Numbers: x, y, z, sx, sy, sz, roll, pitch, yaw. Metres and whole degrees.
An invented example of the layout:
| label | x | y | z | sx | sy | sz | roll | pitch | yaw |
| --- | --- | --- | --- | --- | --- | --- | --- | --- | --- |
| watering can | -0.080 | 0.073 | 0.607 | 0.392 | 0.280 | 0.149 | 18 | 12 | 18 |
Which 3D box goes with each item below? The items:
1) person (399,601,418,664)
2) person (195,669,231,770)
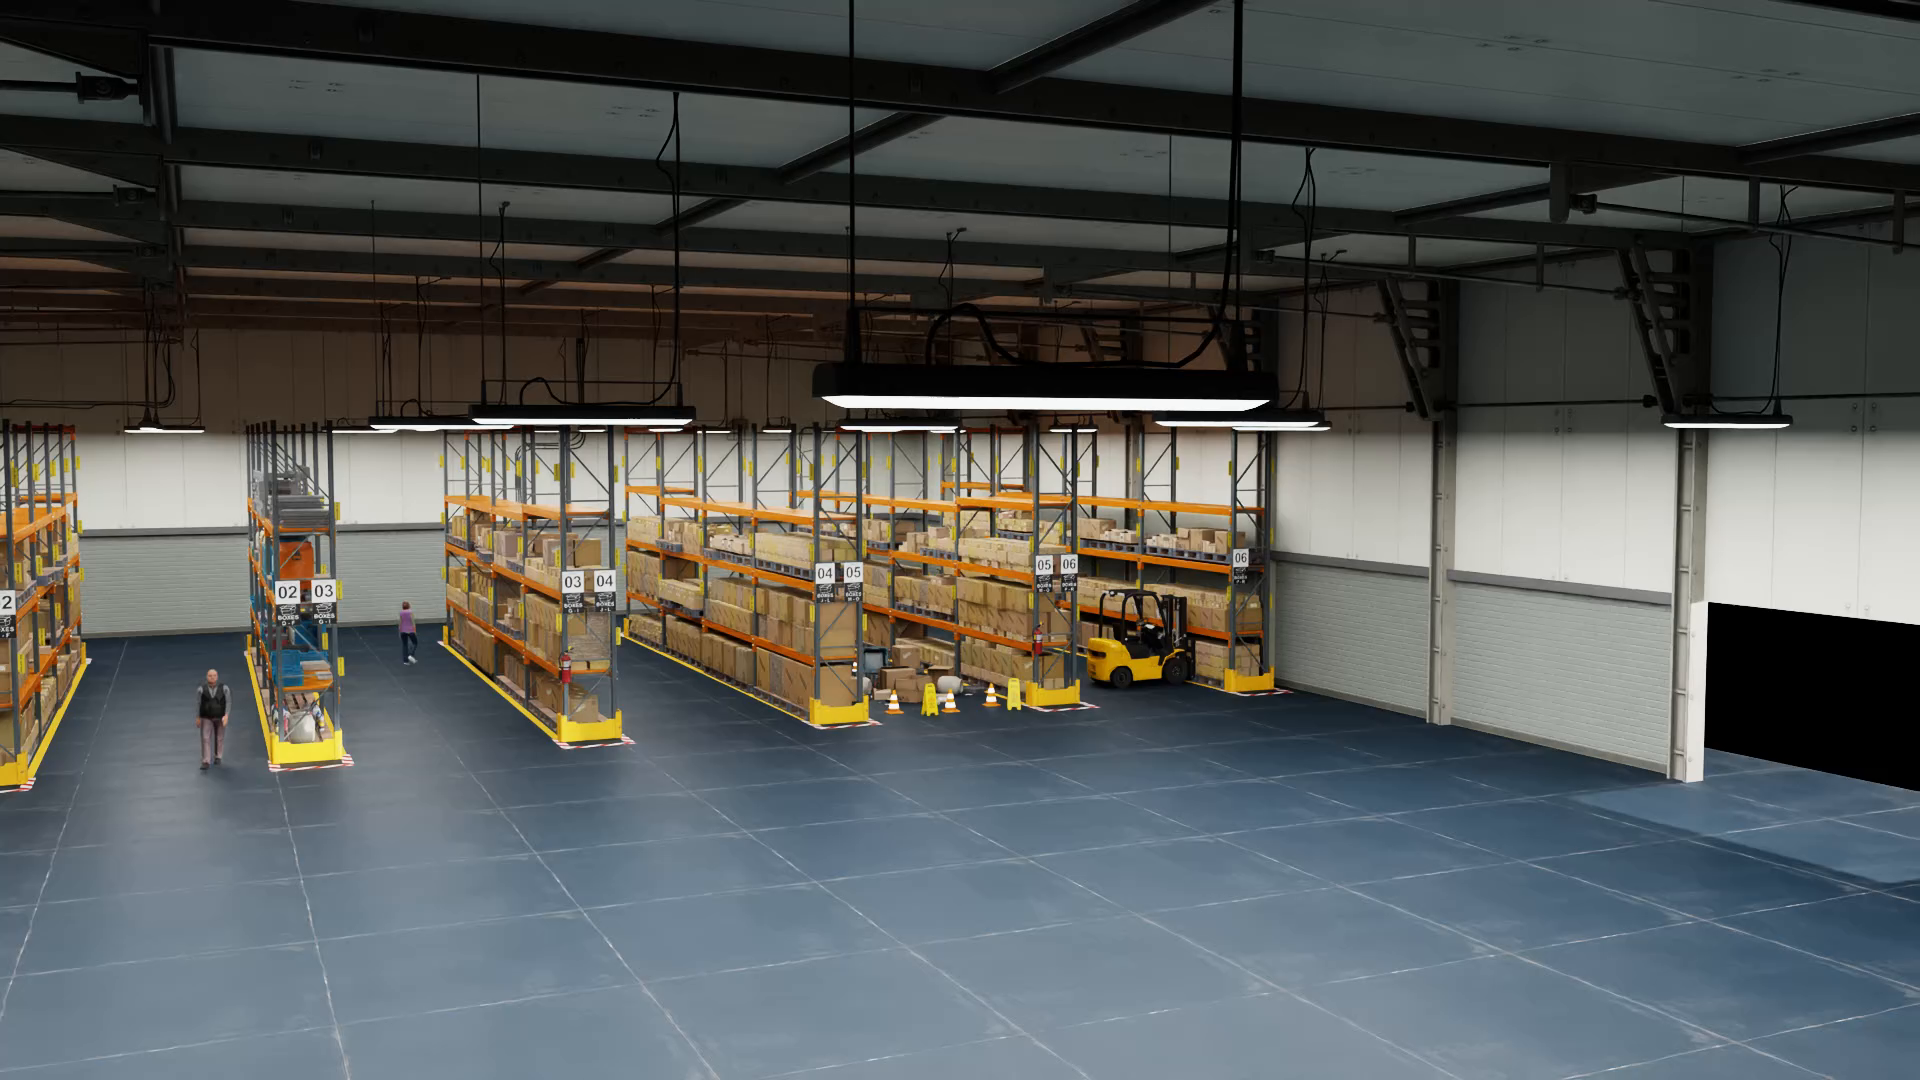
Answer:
| label | x | y | z | sx | sy | sz | roll | pitch | yaw |
| --- | --- | --- | --- | --- | --- | --- | --- | --- | --- |
| person | -13.827 | 2.325 | 41.594 | 0.448 | 1.599 | 0.439 | 0 | 4 | 3 |
| person | -12.831 | 3.073 | 28.595 | 0.566 | 1.677 | 0.964 | -2 | 4 | -29 |
